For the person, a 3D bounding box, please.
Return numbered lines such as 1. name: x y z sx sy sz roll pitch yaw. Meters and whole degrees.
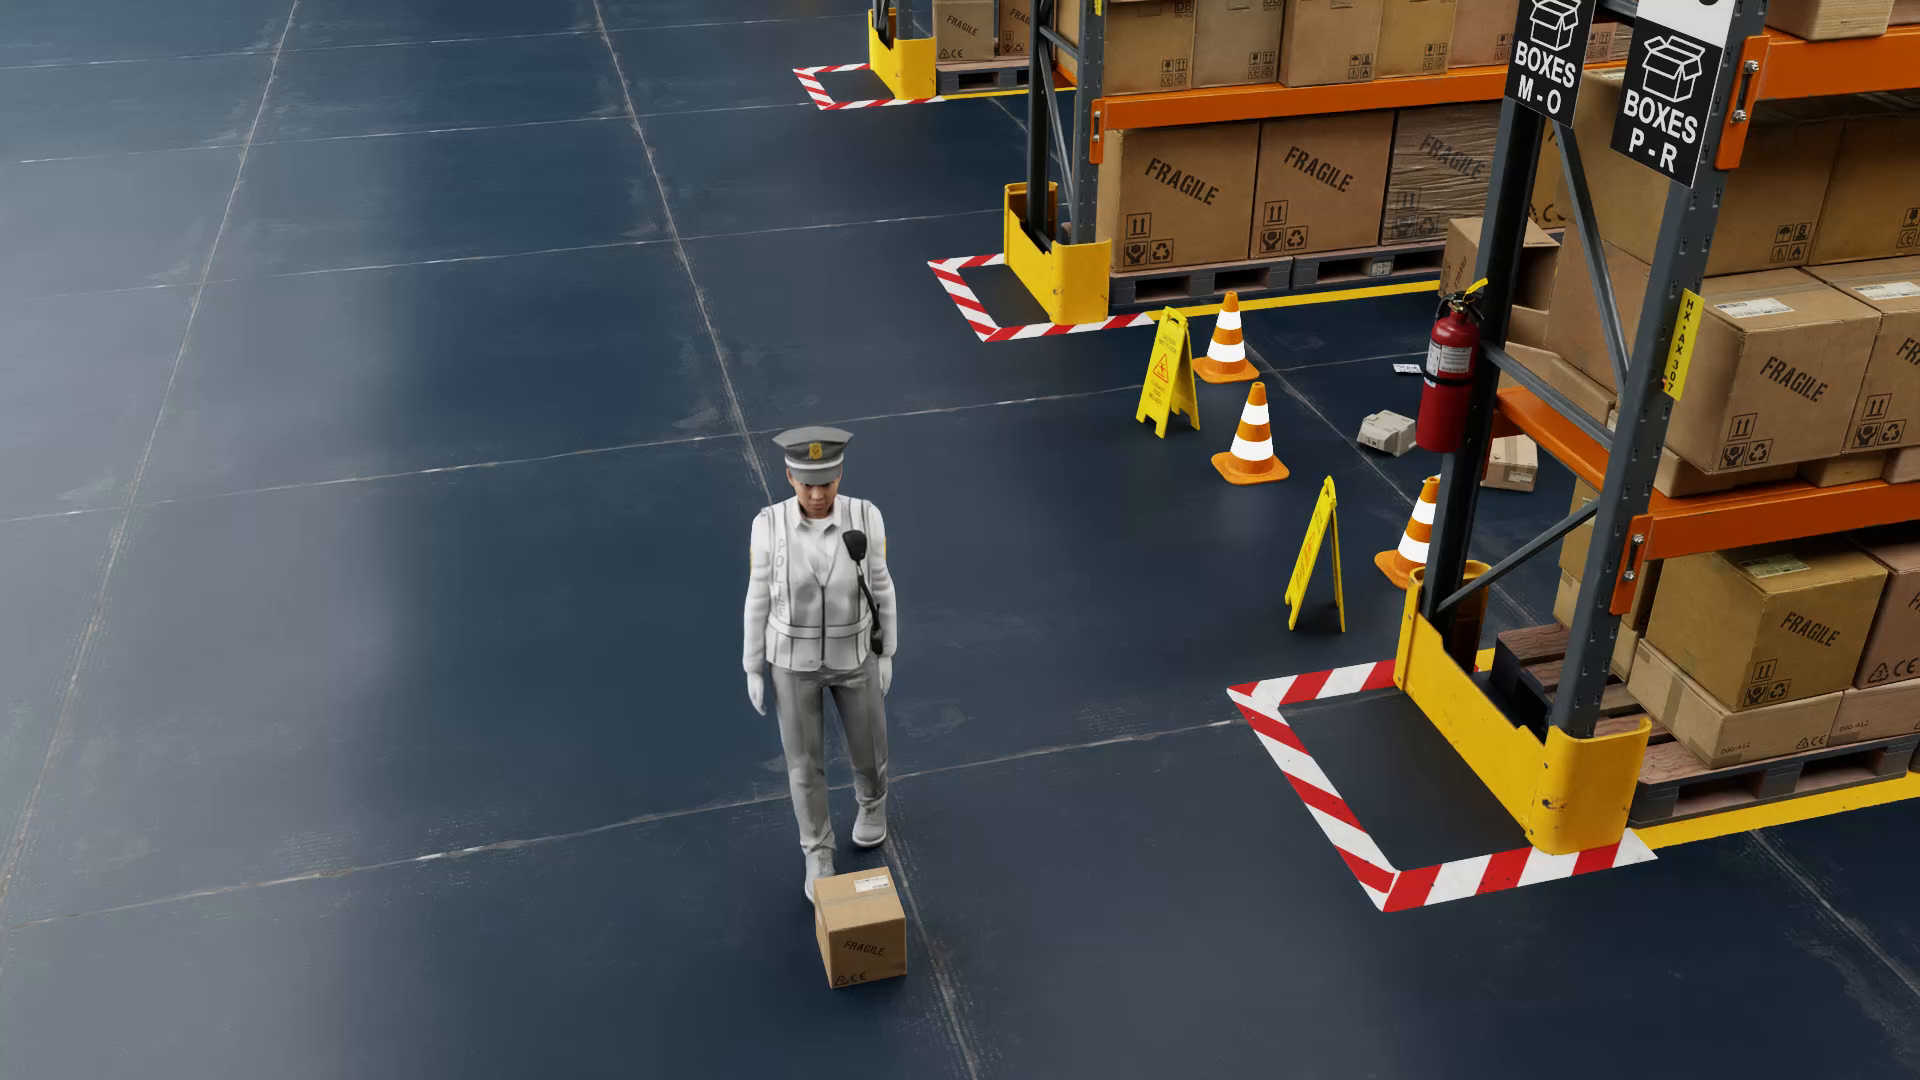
1. person: -0.454 0.398 5.429 0.506 1.691 0.542 -4 31 -6
